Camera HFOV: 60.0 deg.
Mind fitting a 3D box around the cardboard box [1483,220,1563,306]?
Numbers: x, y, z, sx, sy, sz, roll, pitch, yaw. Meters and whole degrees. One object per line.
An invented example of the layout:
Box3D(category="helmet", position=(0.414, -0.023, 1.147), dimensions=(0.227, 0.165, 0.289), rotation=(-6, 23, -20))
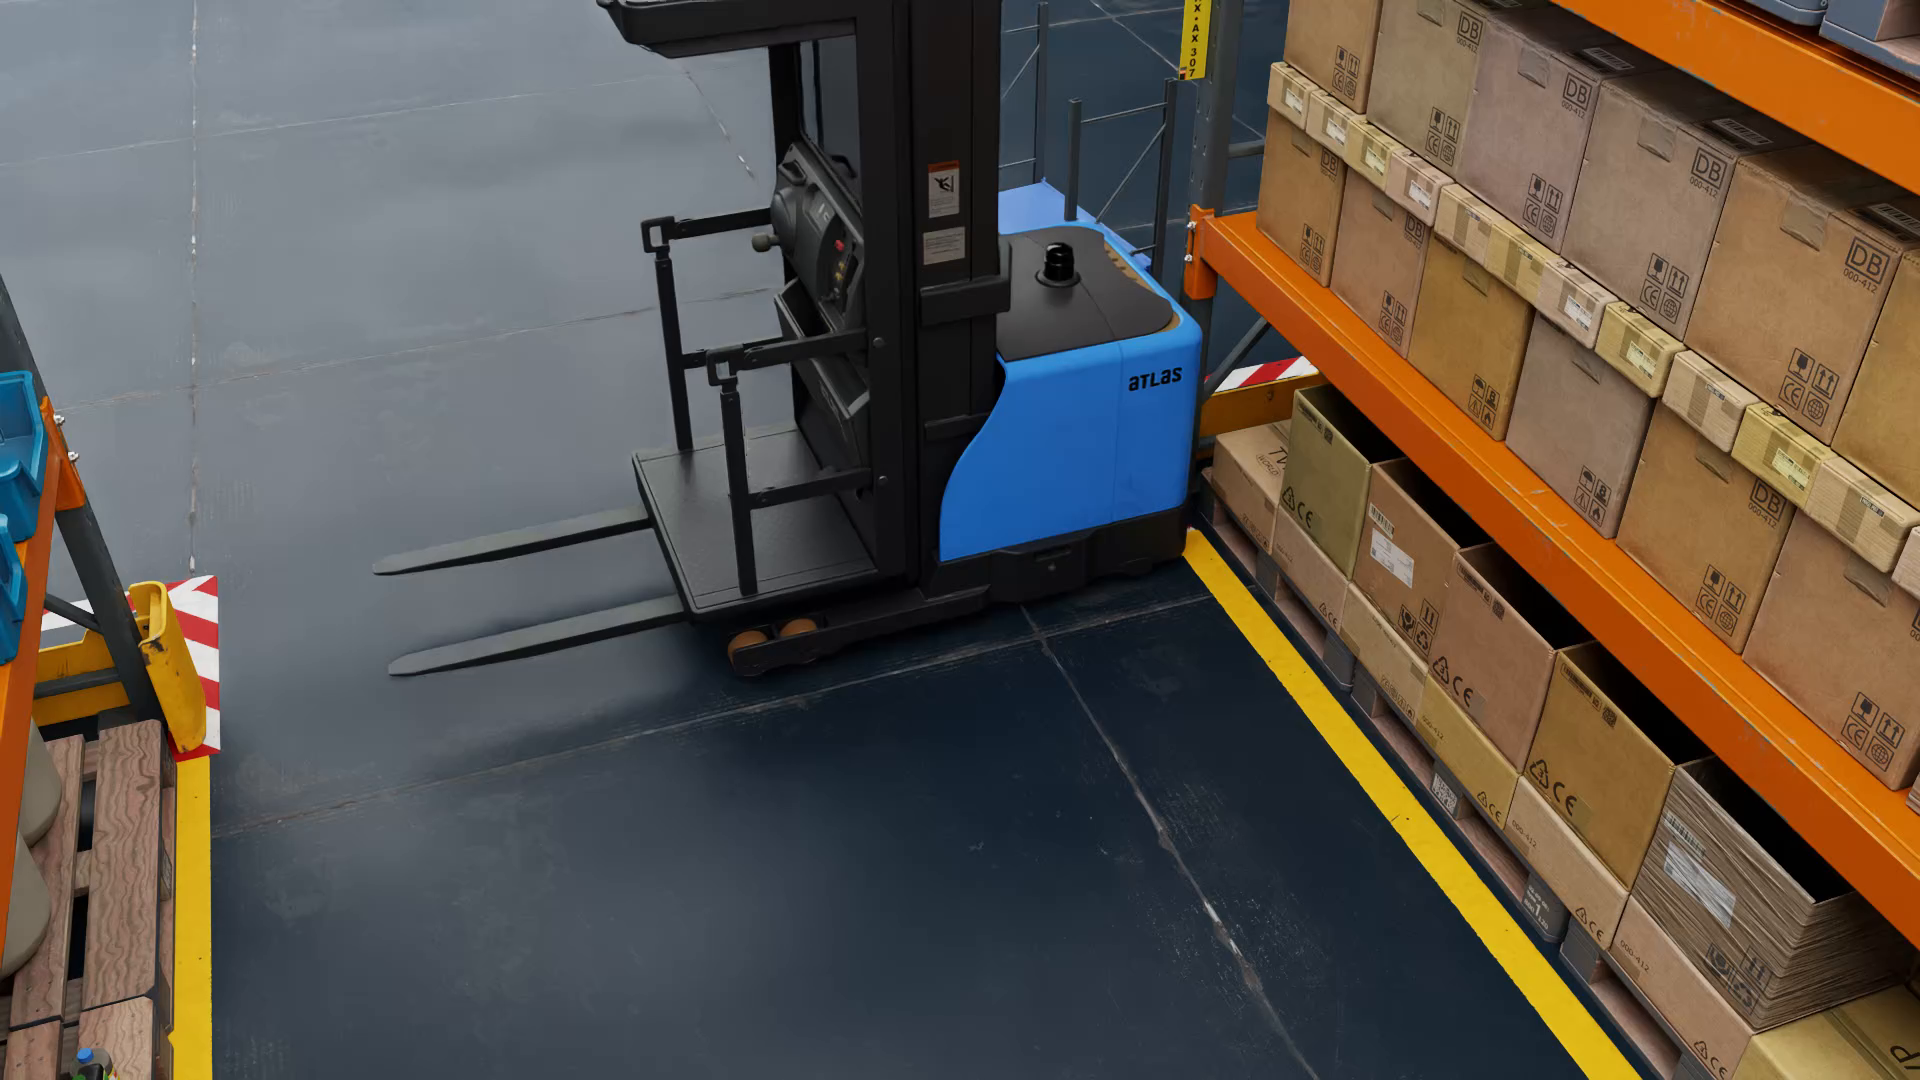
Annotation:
Box3D(category="cardboard box", position=(1.726, -0.812, 4.713), dimensions=(0.380, 0.149, 0.250), rotation=(-13, 39, -17))

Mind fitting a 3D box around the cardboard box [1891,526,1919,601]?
Box3D(category="cardboard box", position=(2.254, 0.057, 3.559), dimensions=(0.380, 0.149, 0.250), rotation=(-14, 39, -17))

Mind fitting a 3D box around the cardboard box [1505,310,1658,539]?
Box3D(category="cardboard box", position=(2.032, -0.406, 4.713), dimensions=(0.700, 0.500, 0.500), rotation=(-11, 38, -15))

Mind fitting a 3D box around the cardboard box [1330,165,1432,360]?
Box3D(category="cardboard box", position=(1.682, -0.985, 5.481), dimensions=(0.700, 0.500, 0.500), rotation=(-11, 38, -15))

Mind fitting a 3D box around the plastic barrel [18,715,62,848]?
Box3D(category="plastic barrel", position=(-3.006, 0.699, 5.048), dimensions=(0.421, 0.512, 0.421), rotation=(0, 37, 0))

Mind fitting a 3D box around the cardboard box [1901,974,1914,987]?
Box3D(category="cardboard box", position=(2.682, 1.075, 4.766), dimensions=(0.500, 0.250, 0.500), rotation=(-12, 39, -16))

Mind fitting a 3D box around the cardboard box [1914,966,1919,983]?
Box3D(category="cardboard box", position=(2.859, 1.057, 4.167), dimensions=(0.500, 0.500, 0.500), rotation=(-12, 39, -16))

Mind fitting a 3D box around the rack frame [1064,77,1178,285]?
Box3D(category="rack frame", position=(0.656, -1.201, 7.098), dimensions=(0.500, 1.500, 0.032), rotation=(-18, 41, -22))

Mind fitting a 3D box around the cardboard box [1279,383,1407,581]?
Box3D(category="cardboard box", position=(1.498, -0.245, 5.895), dimensions=(0.500, 0.500, 0.500), rotation=(-12, 39, -16))

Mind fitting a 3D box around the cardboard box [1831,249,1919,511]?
Box3D(category="cardboard box", position=(2.391, -0.340, 3.547), dimensions=(0.700, 0.500, 0.500), rotation=(-13, 39, -16))

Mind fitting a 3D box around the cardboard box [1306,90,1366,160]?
Box3D(category="cardboard box", position=(1.374, -1.391, 5.481), dimensions=(0.380, 0.149, 0.250), rotation=(-13, 39, -17))

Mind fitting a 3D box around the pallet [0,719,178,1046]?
Box3D(category="pallet", position=(-2.959, 1.124, 5.083), dimensions=(1.003, 0.211, 1.213), rotation=(-12, 39, -16))

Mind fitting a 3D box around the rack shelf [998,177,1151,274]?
Box3D(category="rack shelf", position=(0.414, -1.326, 7.563), dimensions=(0.538, 0.185, 1.000), rotation=(-18, 41, -22))

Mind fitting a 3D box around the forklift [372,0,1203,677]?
Box3D(category="forklift", position=(-0.676, -1.032, 5.684), dimensions=(3.031, 2.935, 1.130), rotation=(-13, 39, -16))

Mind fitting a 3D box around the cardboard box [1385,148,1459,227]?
Box3D(category="cardboard box", position=(1.544, -1.107, 5.104), dimensions=(0.380, 0.149, 0.250), rotation=(-13, 39, -17))

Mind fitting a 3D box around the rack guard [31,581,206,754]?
Box3D(category="rack guard", position=(-3.234, 0.548, 5.607), dimensions=(1.175, 0.500, 0.348), rotation=(-12, 39, -16))

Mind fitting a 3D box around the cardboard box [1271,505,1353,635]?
Box3D(category="cardboard box", position=(1.499, 0.054, 6.121), dimensions=(0.500, 0.250, 0.500), rotation=(-12, 39, -16))

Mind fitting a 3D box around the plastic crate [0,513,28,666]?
Box3D(category="plastic crate", position=(-2.633, 0.165, 4.162), dimensions=(0.499, 0.251, 0.408), rotation=(-12, 39, -16))

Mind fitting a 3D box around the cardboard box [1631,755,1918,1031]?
Box3D(category="cardboard box", position=(2.199, 0.882, 4.399), dimensions=(0.500, 0.500, 0.500), rotation=(-12, 39, -16))

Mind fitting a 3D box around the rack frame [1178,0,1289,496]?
Box3D(category="rack frame", position=(1.348, -1.507, 6.257), dimensions=(1.000, 3.000, 0.127), rotation=(-12, 39, -16))

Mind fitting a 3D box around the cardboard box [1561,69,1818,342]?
Box3D(category="cardboard box", position=(2.048, -0.905, 4.297), dimensions=(0.700, 0.500, 0.500), rotation=(-12, 39, -16))

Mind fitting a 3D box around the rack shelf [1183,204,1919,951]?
Box3D(category="rack shelf", position=(2.036, -0.090, 4.974), dimensions=(1.077, 0.370, 4.000), rotation=(-12, 39, -16))

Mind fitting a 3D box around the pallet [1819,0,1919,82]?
Box3D(category="pallet", position=(2.407, -0.886, 3.014), dimensions=(1.003, 0.211, 1.213), rotation=(-12, 39, -16))

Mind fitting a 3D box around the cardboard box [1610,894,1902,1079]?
Box3D(category="cardboard box", position=(2.197, 1.182, 4.624), dimensions=(0.500, 0.250, 0.500), rotation=(-12, 39, -16))

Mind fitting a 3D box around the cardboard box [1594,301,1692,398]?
Box3D(category="cardboard box", position=(1.900, -0.522, 4.328), dimensions=(0.380, 0.149, 0.250), rotation=(-11, 38, -14))

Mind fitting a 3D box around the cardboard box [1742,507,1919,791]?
Box3D(category="cardboard box", position=(2.378, 0.167, 3.952), dimensions=(0.700, 0.500, 0.500), rotation=(-13, 39, -16))

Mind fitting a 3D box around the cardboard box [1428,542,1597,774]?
Box3D(category="cardboard box", position=(1.837, 0.321, 5.144), dimensions=(0.500, 0.500, 0.500), rotation=(-12, 39, -16))

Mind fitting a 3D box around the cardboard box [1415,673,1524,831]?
Box3D(category="cardboard box", position=(1.838, 0.620, 5.369), dimensions=(0.500, 0.250, 0.500), rotation=(-12, 39, -16))

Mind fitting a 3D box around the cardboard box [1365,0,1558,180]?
Box3D(category="cardboard box", position=(1.701, -1.473, 5.051), dimensions=(0.700, 0.500, 0.500), rotation=(-13, 39, -17))

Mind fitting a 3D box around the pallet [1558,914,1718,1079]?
Box3D(category="pallet", position=(2.490, 1.409, 4.704), dimensions=(1.003, 0.211, 1.213), rotation=(-12, 39, -16))

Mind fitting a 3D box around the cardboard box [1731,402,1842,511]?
Box3D(category="cardboard box", position=(2.081, -0.231, 3.941), dimensions=(0.380, 0.149, 0.250), rotation=(-13, 39, -16))

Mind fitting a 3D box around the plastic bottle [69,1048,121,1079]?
Box3D(category="plastic bottle", position=(-2.260, 1.405, 4.351), dimensions=(0.097, 0.201, 0.097), rotation=(0, 37, 0))

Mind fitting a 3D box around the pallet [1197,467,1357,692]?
Box3D(category="pallet", position=(1.651, 0.030, 6.534), dimensions=(1.003, 0.211, 1.213), rotation=(-12, 39, -16))

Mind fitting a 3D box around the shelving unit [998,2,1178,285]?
Box3D(category="shelving unit", position=(0.414, -1.470, 7.455), dimensions=(0.538, 1.500, 1.048), rotation=(-18, 41, -22))
